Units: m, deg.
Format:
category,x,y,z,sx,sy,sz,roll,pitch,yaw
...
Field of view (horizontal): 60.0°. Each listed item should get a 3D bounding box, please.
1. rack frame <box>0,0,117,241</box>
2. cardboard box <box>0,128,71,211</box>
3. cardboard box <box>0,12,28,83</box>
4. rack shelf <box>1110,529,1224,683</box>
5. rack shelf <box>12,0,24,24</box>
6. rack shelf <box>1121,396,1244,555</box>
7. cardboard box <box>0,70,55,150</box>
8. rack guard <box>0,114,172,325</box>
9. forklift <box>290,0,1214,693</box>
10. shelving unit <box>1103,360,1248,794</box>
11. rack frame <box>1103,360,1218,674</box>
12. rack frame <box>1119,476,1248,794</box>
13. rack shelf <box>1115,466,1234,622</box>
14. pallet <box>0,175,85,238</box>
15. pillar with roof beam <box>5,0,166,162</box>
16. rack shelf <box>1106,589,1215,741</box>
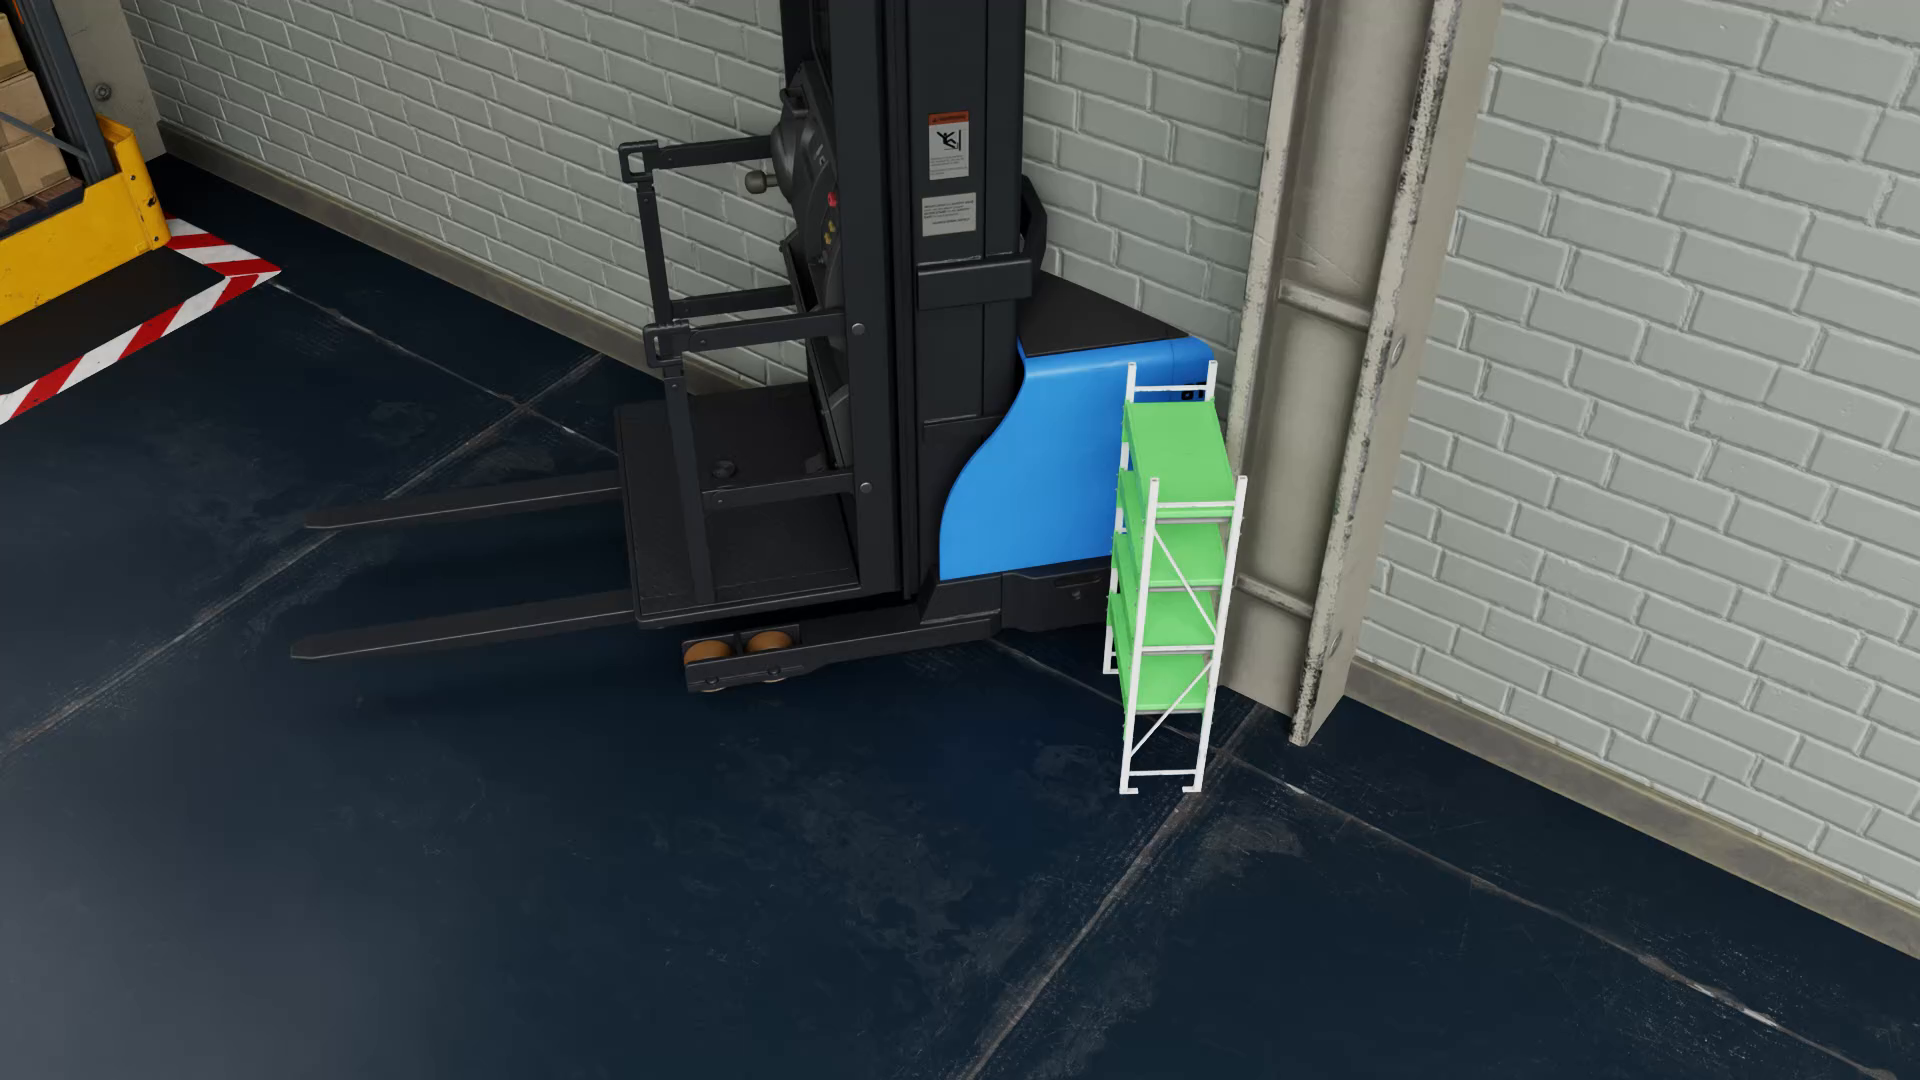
category,x,y,z,sx,sy,sz,roll,pitch,yaw
rack frame,-3.889,-2.186,5.943,0.127,3.000,1.000,25,48,25
cardboard box,-4.179,-1.612,7.049,0.500,0.250,0.500,25,48,25
cardboard box,-4.174,-1.977,6.708,0.500,0.250,0.500,24,47,25
rack shelf,0.583,0.180,4.745,0.258,0.148,0.480,-1,42,-2
rack shelf,-5.527,-2.683,7.039,4.000,0.370,1.077,25,48,25
rack shelf,0.583,-0.178,4.425,0.258,0.148,0.480,-1,42,-2
cardboard box,-4.155,-1.797,6.881,0.500,0.250,0.500,26,48,26
rack guard,-3.870,-1.245,6.766,0.348,0.500,1.175,25,48,25
forklift,-0.614,-1.003,4.673,3.031,2.935,1.130,-8,42,-9
shelving unit,0.583,0.133,4.702,0.258,1.200,0.503,-1,42,-2
rack frame,0.574,-0.030,4.884,0.240,1.200,0.015,-1,42,-2
rack frame,0.592,0.295,4.520,0.240,1.200,0.015,-1,42,-2
rack shelf,0.583,0.001,4.585,0.258,0.148,0.480,-1,42,-2
pallet,-4.540,-1.416,7.174,1.213,0.211,1.003,25,48,25
pillar with roof beam,-6.414,-2.830,2.164,0.400,9.000,9.100,25,48,25
rack shelf,0.583,0.359,4.905,0.258,0.148,0.480,-1,42,-2
